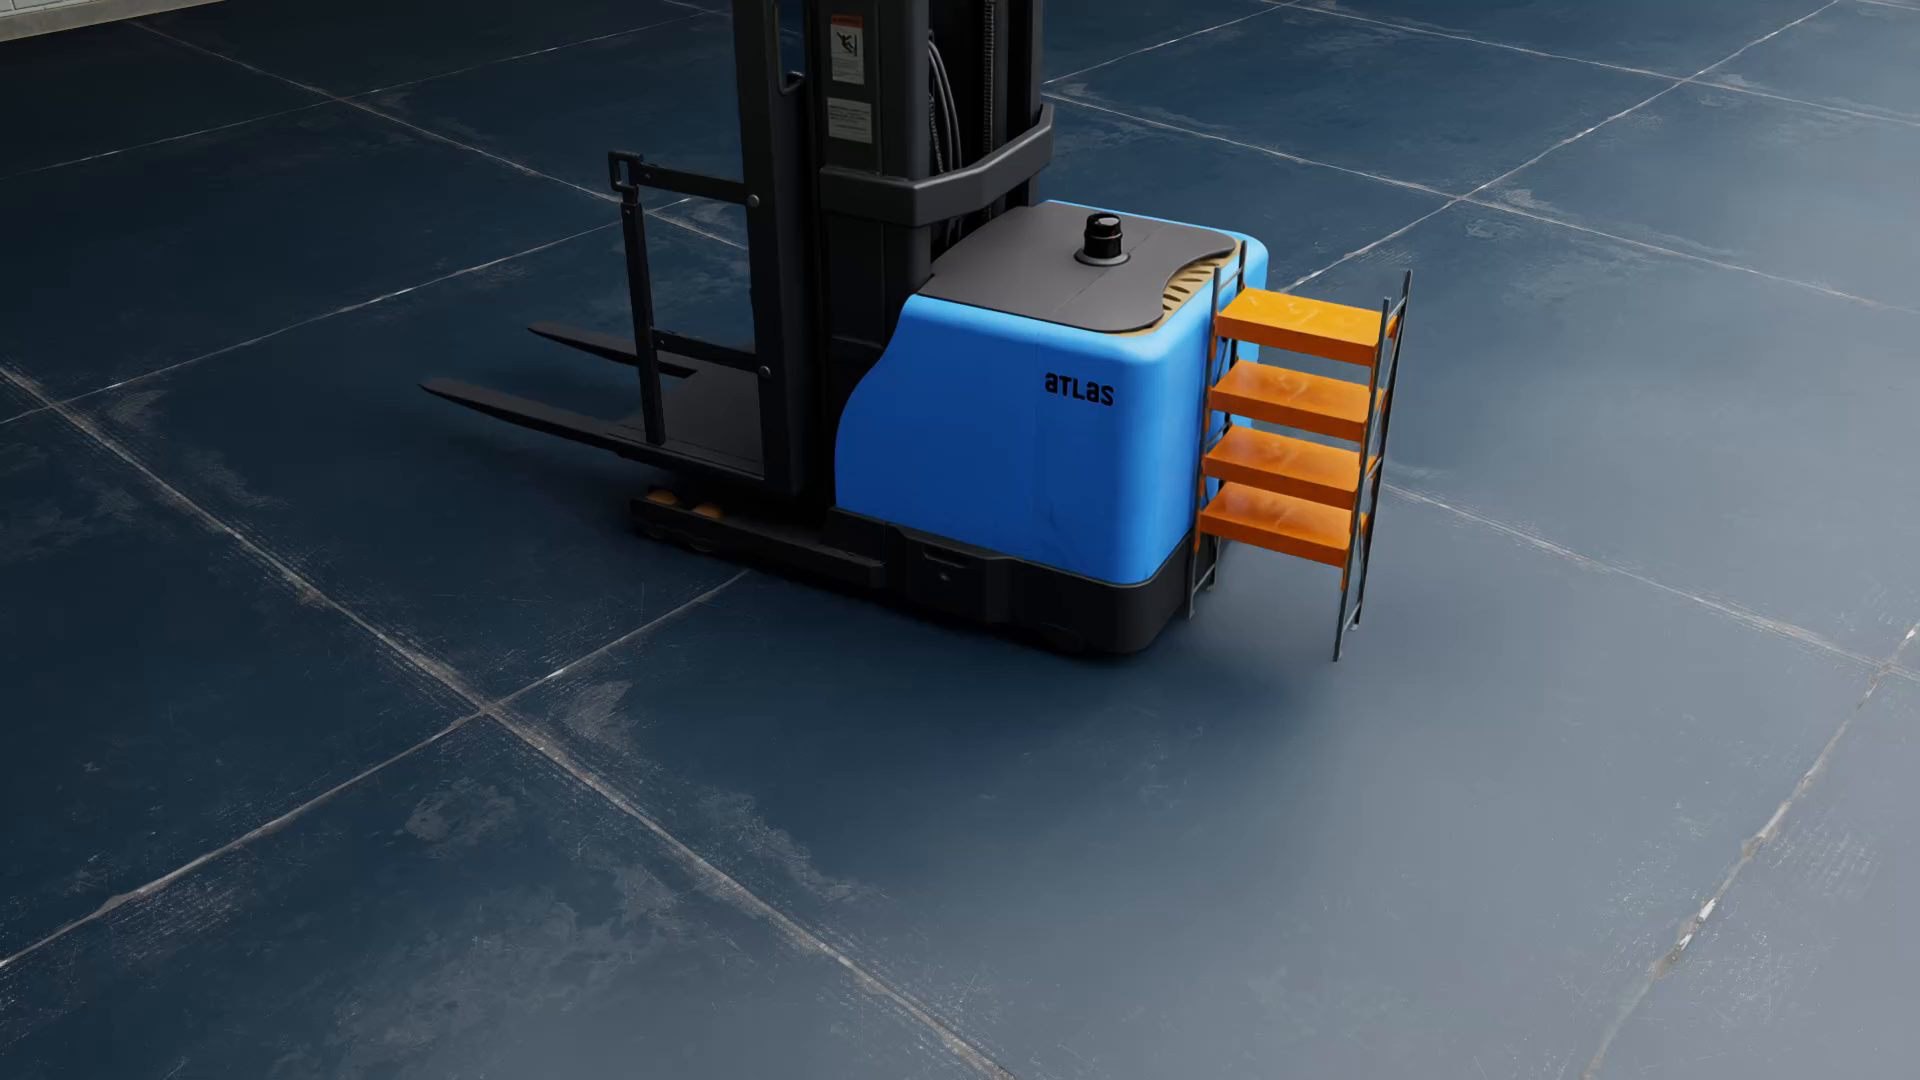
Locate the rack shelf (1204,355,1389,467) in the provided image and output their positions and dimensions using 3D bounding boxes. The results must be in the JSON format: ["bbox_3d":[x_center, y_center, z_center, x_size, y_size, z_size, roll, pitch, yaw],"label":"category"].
[{"bbox_3d":[0.998,-0.387,4.927,0.480,0.148,0.258,15,34,24],"label":"rack shelf"}]

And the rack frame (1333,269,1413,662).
[{"bbox_3d":[1.213,-0.194,4.909,0.015,1.200,0.240,15,34,24],"label":"rack frame"}]

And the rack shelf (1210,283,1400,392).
[{"bbox_3d":[0.998,-0.590,4.805,0.480,0.148,0.258,15,34,24],"label":"rack shelf"}]

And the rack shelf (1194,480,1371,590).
[{"bbox_3d":[0.998,-0.025,5.144,0.480,0.148,0.258,15,34,24],"label":"rack shelf"}]

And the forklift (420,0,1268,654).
[{"bbox_3d":[-0.555,-1.437,5.295,3.031,2.935,1.130,15,34,24],"label":"forklift"}]

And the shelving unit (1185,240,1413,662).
[{"bbox_3d":[0.998,-0.253,5.007,0.503,1.200,0.258,15,34,24],"label":"shelving unit"}]

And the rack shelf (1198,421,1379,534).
[{"bbox_3d":[0.998,-0.196,5.042,0.480,0.148,0.258,15,34,24],"label":"rack shelf"}]

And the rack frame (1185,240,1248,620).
[{"bbox_3d":[0.783,-0.312,5.106,0.015,1.200,0.240,15,34,24],"label":"rack frame"}]
